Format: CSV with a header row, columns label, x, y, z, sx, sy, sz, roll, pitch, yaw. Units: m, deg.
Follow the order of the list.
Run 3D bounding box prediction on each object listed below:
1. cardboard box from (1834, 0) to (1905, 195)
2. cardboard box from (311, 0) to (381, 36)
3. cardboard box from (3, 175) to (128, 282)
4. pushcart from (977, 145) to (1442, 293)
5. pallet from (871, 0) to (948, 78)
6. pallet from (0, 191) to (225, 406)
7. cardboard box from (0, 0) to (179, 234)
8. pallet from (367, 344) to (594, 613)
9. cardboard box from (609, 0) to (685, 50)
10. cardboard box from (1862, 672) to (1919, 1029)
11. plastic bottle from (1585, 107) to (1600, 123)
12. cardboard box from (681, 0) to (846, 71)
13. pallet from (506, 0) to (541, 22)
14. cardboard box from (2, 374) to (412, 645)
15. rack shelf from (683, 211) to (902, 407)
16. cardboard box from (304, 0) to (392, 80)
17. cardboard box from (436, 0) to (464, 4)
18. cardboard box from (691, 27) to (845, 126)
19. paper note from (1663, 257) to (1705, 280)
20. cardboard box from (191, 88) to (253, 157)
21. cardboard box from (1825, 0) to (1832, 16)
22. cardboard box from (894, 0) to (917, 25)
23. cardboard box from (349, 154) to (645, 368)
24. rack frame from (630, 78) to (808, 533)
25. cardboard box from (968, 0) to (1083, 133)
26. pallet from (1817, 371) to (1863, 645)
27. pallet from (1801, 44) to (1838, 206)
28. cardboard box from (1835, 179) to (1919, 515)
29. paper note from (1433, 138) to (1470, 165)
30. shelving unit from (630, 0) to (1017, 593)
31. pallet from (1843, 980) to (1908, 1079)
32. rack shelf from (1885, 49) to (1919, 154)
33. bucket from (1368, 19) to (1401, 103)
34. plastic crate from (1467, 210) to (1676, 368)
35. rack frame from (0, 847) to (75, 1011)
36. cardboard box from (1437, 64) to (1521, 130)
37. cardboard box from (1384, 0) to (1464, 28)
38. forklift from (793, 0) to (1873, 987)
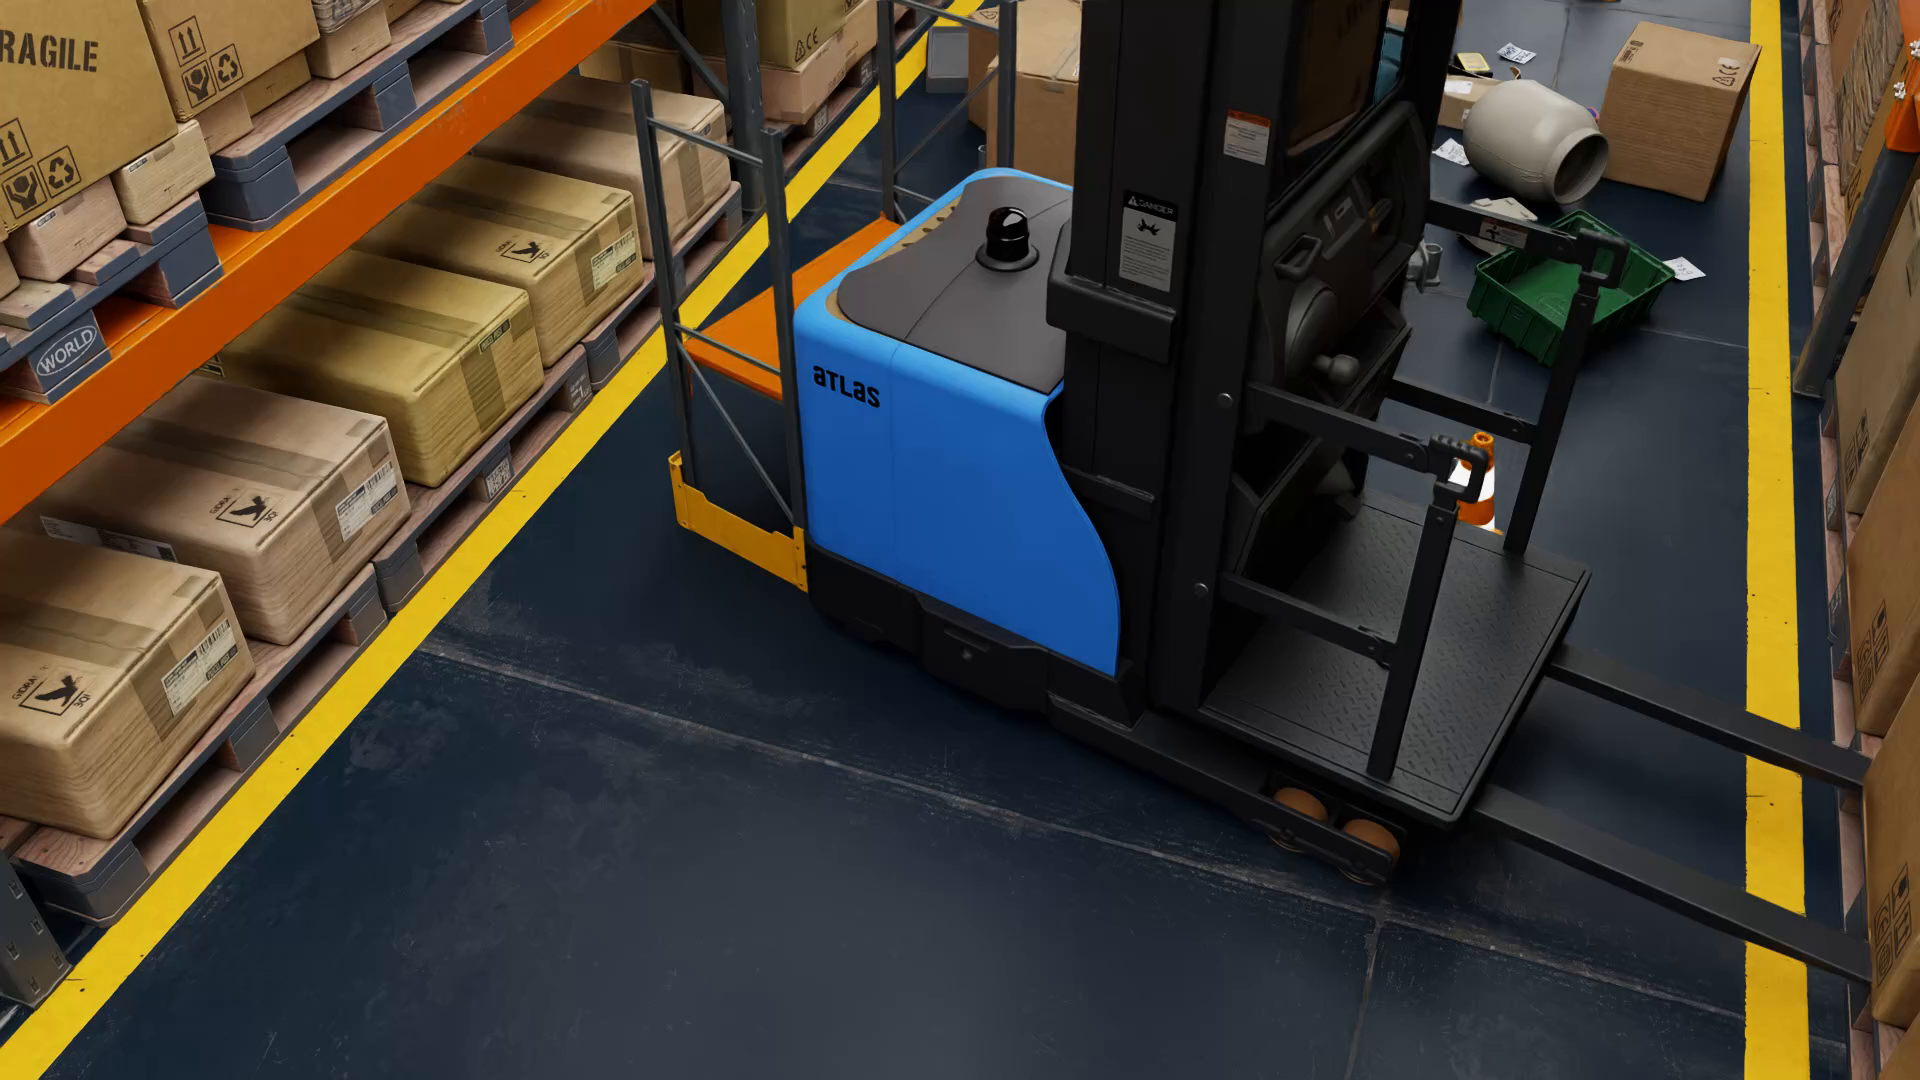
label,x,y,z,sx,sy,sz,roll,pitch,yaw
cardboard box,4.002,-1.847,6.417,0.875,0.875,0.875,14,42,15
cardboard box,-1.741,-1.656,4.250,0.500,0.500,0.500,12,42,13
cardboard box,-2.087,-0.717,3.649,0.380,0.149,0.250,11,42,12
pushcart,0.890,-1.140,6.296,1.648,0.377,0.936,0,40,0
pallet,-0.658,-2.717,8.272,1.003,0.211,1.213,13,42,15
pallet,-2.494,-0.559,3.742,1.213,0.211,1.003,13,42,15
cardboard box,-2.095,-1.027,3.513,0.500,0.500,0.500,15,43,17
pallet,-1.950,-0.331,5.475,1.003,0.211,1.213,13,42,15
cardboard box,-1.320,-2.433,7.008,0.500,0.500,0.500,13,42,14
cardboard box,2.637,0.674,3.559,1.050,0.750,0.750,14,42,16
plastic bottle,2.695,-1.873,7.398,0.283,0.061,0.133,0,40,0
cardboard box,-0.814,-2.312,6.867,0.500,0.500,0.500,15,43,17
pallet,-1.668,-2.107,5.556,1.003,0.211,1.213,13,42,15
cardboard box,-2.190,-0.128,4.790,0.950,0.372,0.625,13,42,14
rack shelf,-0.349,-0.663,5.148,0.538,0.185,1.000,26,47,27
cardboard box,-1.753,-1.370,4.415,0.380,0.149,0.250,15,43,16
cardboard box,-1.549,-1.684,4.782,0.380,0.149,0.250,13,42,15
cardboard box,-0.814,-2.027,7.110,0.500,0.250,0.500,11,42,13
paper note,2.795,-1.058,6.467,0.147,0.020,0.142,-13,42,-15
cardboard box,-1.964,-1.044,4.033,0.380,0.149,0.250,16,43,18
cardboard box,4.614,-2.939,7.698,0.875,0.875,0.875,14,42,15
cardboard box,-0.463,-2.679,7.874,0.500,0.250,0.500,13,42,15
cardboard box,-1.689,-1.014,5.828,0.950,0.372,0.625,16,43,18
rack frame,-0.654,-0.535,4.722,0.500,1.500,0.032,26,47,27
cardboard box,0.375,-2.015,7.225,0.500,0.500,0.500,-21,45,-22
pallet,3.223,-0.028,5.121,1.003,0.211,1.213,13,42,15
pallet,4.166,-1.709,7.090,1.003,0.211,1.213,13,42,15
cardboard box,3.289,-0.482,4.914,1.050,0.750,0.750,13,42,15
paper note,2.161,-1.679,7.200,0.172,0.023,0.155,29,48,29
shelving unit,-0.355,-0.795,5.026,0.587,1.500,1.083,26,47,27
pallet,2.389,1.460,3.376,1.003,0.211,1.213,13,42,15
rack shelf,2.733,-0.083,3.591,1.077,0.370,4.000,13,42,15
bucket,1.296,-1.504,6.053,0.726,0.611,0.620,29,58,29
plastic crate,2.245,-0.925,6.146,0.662,0.188,0.450,-29,58,-29
rack frame,-2.638,-0.174,3.143,1.000,3.000,0.127,13,42,15
cardboard box,2.273,-1.994,7.382,0.396,0.266,0.258,21,45,22
cardboard box,1.877,-2.470,7.758,0.797,0.503,0.637,-13,42,-15
forklift,1.062,-0.637,3.739,3.031,2.935,1.130,23,45,24
